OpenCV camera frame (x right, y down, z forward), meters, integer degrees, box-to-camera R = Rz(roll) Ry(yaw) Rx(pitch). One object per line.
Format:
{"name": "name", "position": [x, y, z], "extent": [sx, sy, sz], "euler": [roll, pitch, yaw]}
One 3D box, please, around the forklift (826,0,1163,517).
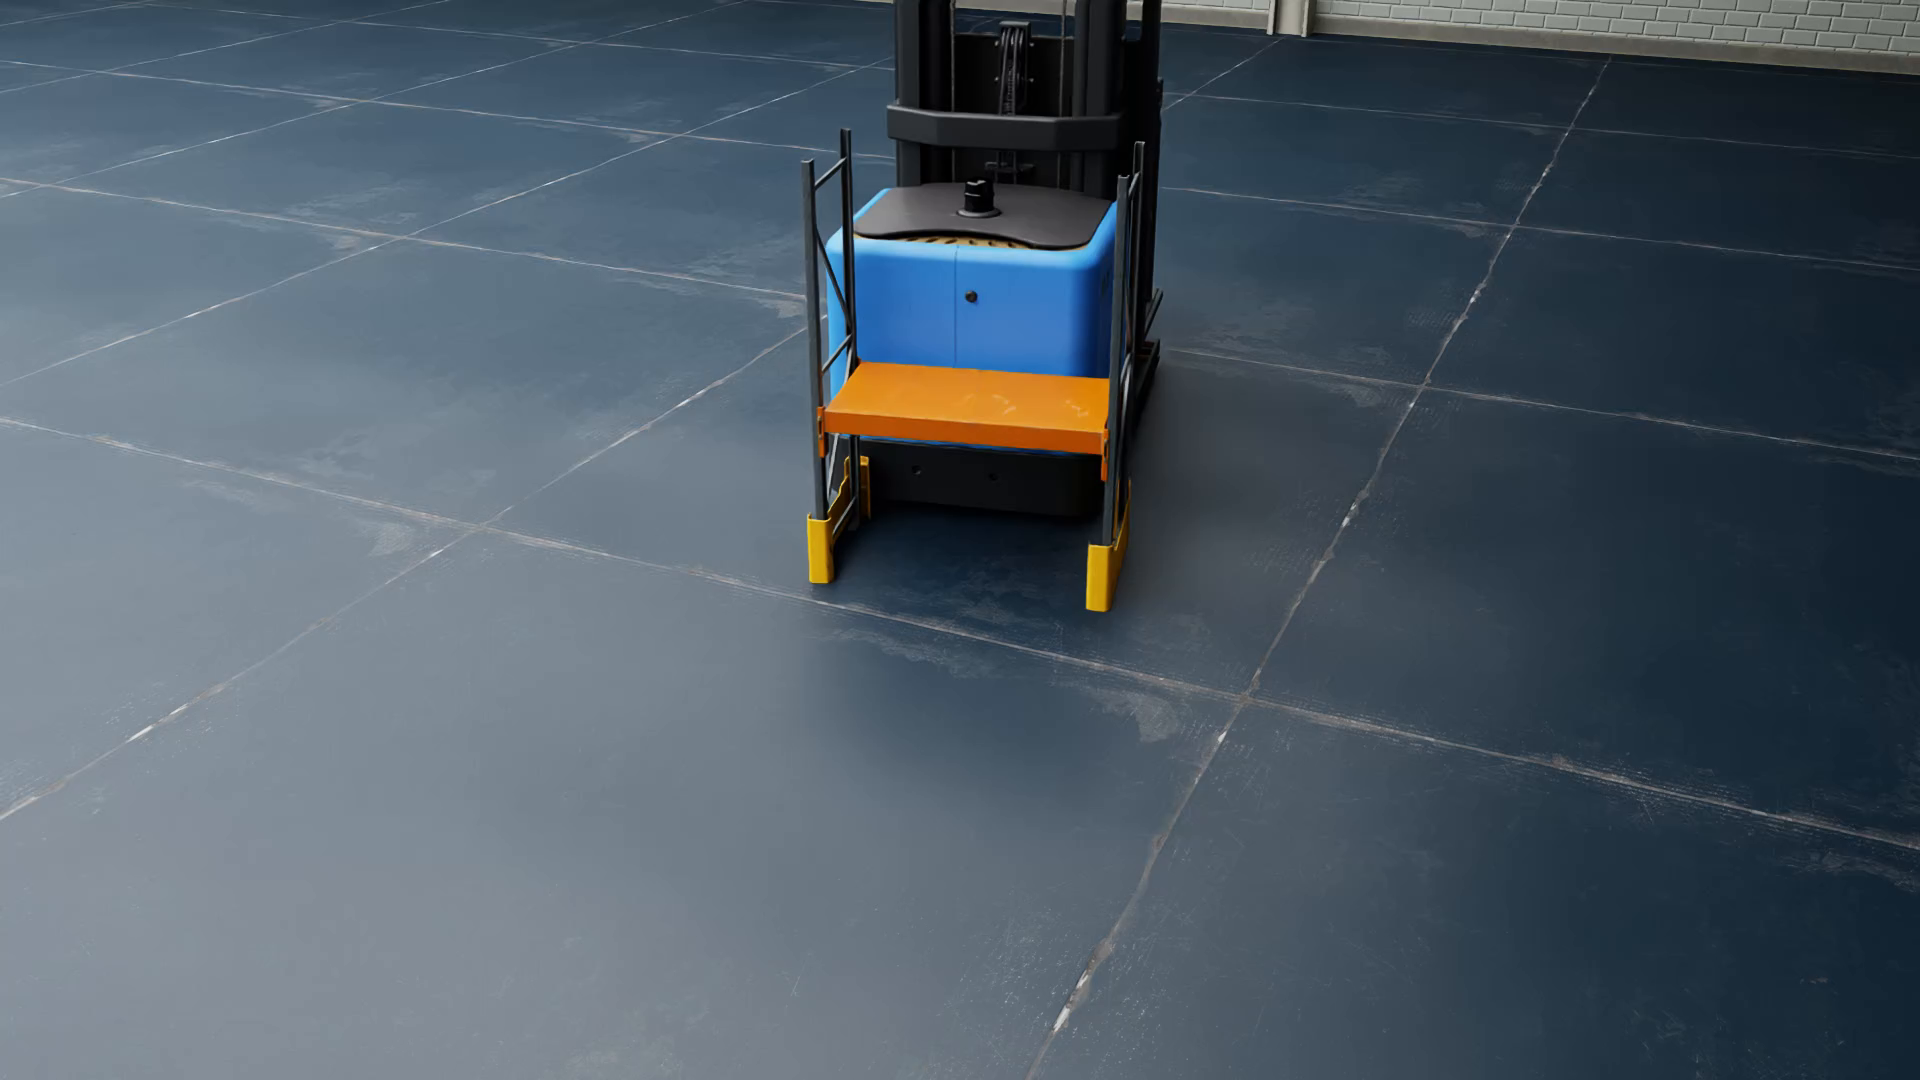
{"name": "forklift", "position": [0.324, -2.032, 7.059], "extent": [1.130, 2.935, 3.031], "euler": [6, 27, 12]}

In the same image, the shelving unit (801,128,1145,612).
{"name": "shelving unit", "position": [0.046, -0.597, 5.765], "extent": [1.083, 1.500, 0.587], "euler": [5, 27, 11]}

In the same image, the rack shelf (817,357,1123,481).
{"name": "rack shelf", "position": [0.055, -0.435, 5.843], "extent": [1.000, 0.185, 0.538], "euler": [5, 27, 11]}

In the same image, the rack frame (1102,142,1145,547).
{"name": "rack frame", "position": [0.552, -0.551, 5.670], "extent": [0.032, 1.500, 0.500], "euler": [5, 27, 11]}

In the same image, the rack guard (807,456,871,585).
{"name": "rack guard", "position": [-0.442, -0.081, 6.132], "extent": [0.087, 0.250, 0.587], "euler": [5, 27, 11]}

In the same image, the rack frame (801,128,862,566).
{"name": "rack frame", "position": [-0.443, -0.642, 5.856], "extent": [0.032, 1.500, 0.500], "euler": [5, 27, 11]}

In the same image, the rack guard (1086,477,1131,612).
{"name": "rack guard", "position": [0.533, 0.008, 5.950], "extent": [0.087, 0.250, 0.587], "euler": [5, 27, 11]}

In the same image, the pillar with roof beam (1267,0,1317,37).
{"name": "pillar with roof beam", "position": [1.481, -7.310, 10.910], "extent": [0.400, 9.000, 9.100], "euler": [11, 28, 22]}
